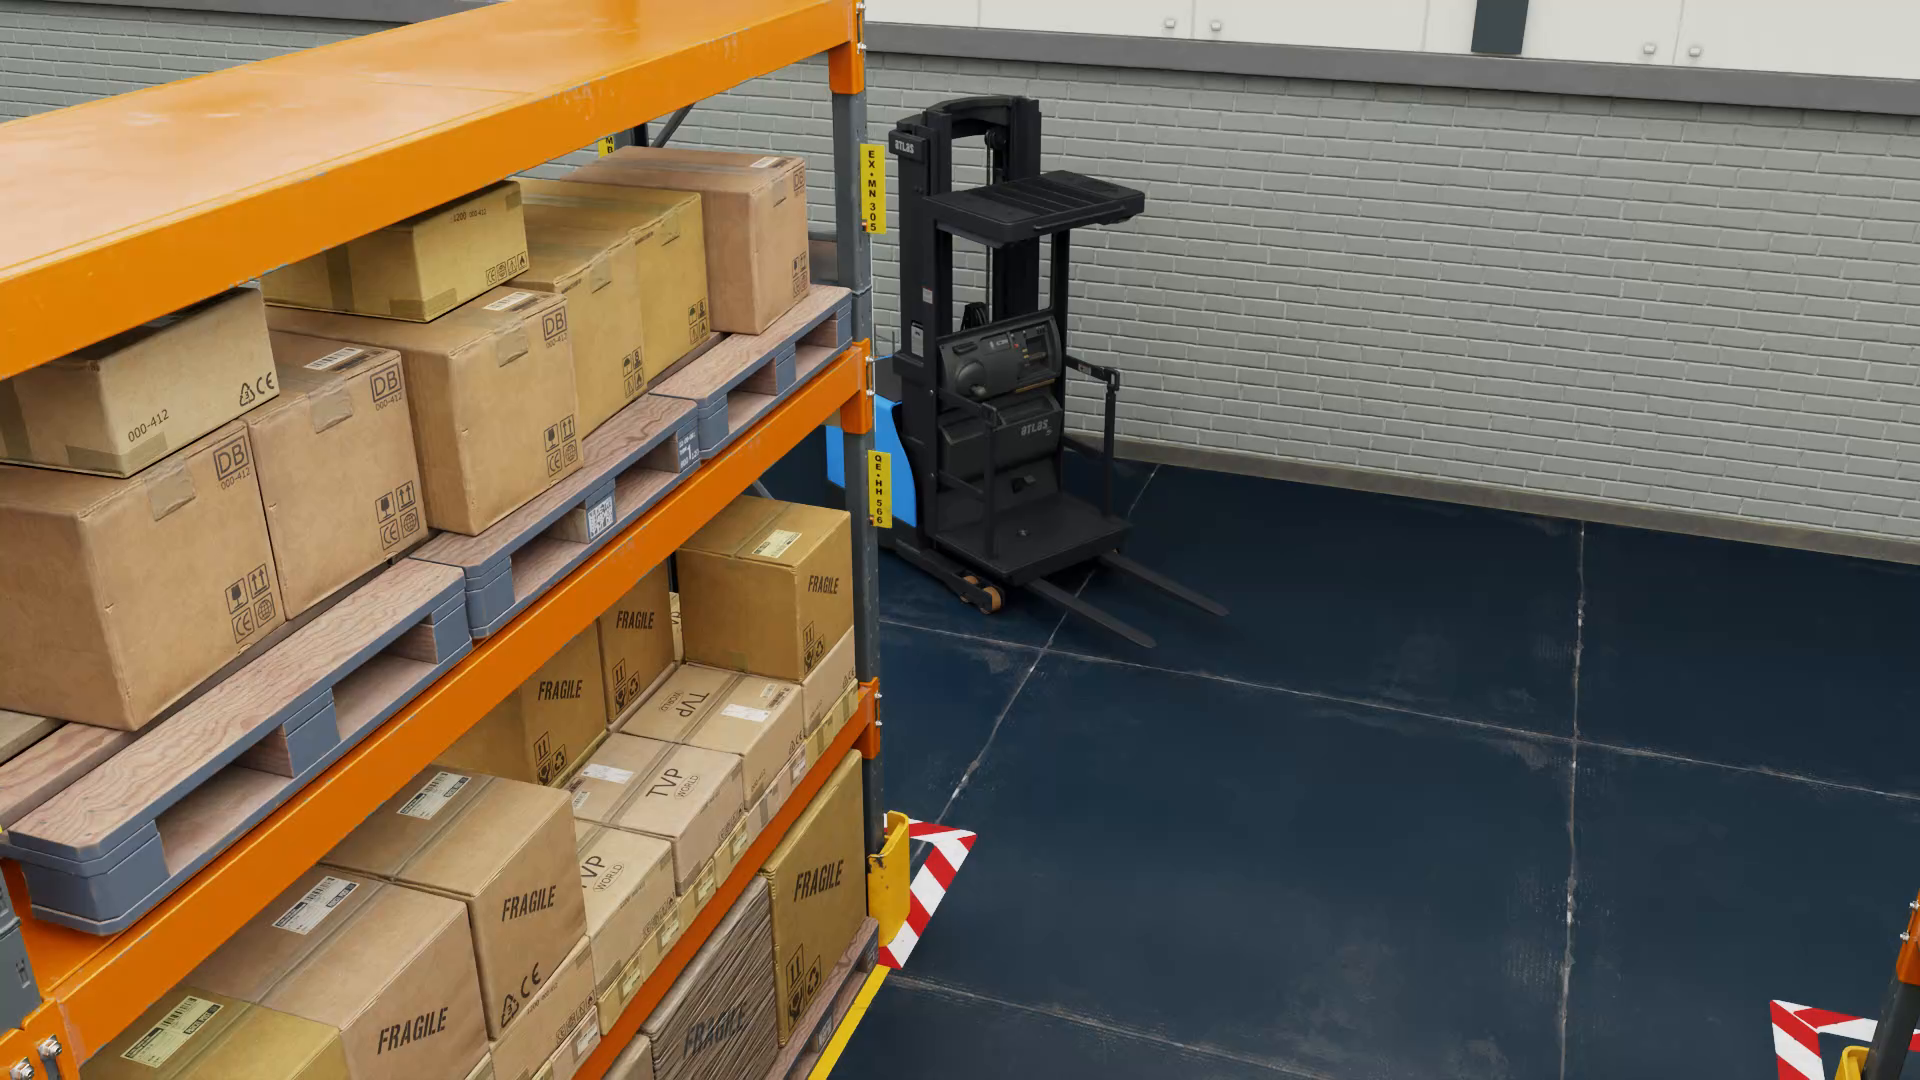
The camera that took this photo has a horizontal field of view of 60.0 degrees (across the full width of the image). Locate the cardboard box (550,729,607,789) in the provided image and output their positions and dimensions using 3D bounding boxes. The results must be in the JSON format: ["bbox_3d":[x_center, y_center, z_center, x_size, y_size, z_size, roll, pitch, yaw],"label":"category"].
[{"bbox_3d":[-1.580,0.855,5.873,0.500,0.250,0.500,8,27,16],"label":"cardboard box"}]

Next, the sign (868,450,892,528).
[{"bbox_3d":[-0.321,-0.201,6.622,0.100,0.325,0.005,9,27,17],"label":"sign"}]

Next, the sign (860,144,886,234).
[{"bbox_3d":[-0.321,-1.286,6.096,0.100,0.325,0.005,9,27,17],"label":"sign"}]

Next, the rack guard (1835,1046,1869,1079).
[{"bbox_3d":[3.790,2.260,6.009,1.175,0.500,0.348,9,27,17],"label":"rack guard"}]

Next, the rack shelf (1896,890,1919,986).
[{"bbox_3d":[3.150,2.249,3.988,1.077,0.370,4.000,9,27,17],"label":"rack shelf"}]

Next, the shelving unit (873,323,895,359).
[{"bbox_3d":[-0.600,-0.912,11.756,0.189,1.200,0.258,-19,32,-34],"label":"shelving unit"}]

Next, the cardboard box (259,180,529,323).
[{"bbox_3d":[-1.510,-0.795,4.436,0.500,0.250,0.500,8,27,16],"label":"cardboard box"}]

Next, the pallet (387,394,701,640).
[{"bbox_3d":[-1.470,-0.158,4.794,1.003,0.211,1.213,9,27,17],"label":"pallet"}]

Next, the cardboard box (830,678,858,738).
[{"bbox_3d":[-0.636,0.650,6.754,0.380,0.149,0.250,9,27,18],"label":"cardboard box"}]

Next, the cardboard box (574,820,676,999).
[{"bbox_3d":[-1.247,1.146,5.271,0.500,0.250,0.500,9,27,18],"label":"cardboard box"}]

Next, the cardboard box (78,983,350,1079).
[{"bbox_3d":[-1.759,1.423,3.839,0.500,0.500,0.500,9,27,17],"label":"cardboard box"}]

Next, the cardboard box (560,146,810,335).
[{"bbox_3d":[-0.951,-1.065,5.854,0.700,0.500,0.500,7,27,14],"label":"cardboard box"}]

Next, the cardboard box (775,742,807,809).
[{"bbox_3d":[-0.806,0.860,6.319,0.380,0.149,0.250,9,27,18],"label":"cardboard box"}]

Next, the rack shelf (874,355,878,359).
[{"bbox_3d":[-0.600,-1.196,11.619,0.180,0.103,0.258,-19,32,-34],"label":"rack shelf"}]

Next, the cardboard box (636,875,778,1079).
[{"bbox_3d":[-1.269,1.759,6.132,0.875,0.875,0.875,9,27,17],"label":"cardboard box"}]

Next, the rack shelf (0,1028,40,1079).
[{"bbox_3d":[-2.825,1.782,1.511,1.077,0.370,4.000,9,27,17],"label":"rack shelf"}]

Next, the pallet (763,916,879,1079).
[{"bbox_3d":[-1.021,1.938,7.006,1.003,0.211,1.213,9,27,17],"label":"pallet"}]

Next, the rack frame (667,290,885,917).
[{"bbox_3d":[-0.828,0.343,7.100,1.000,3.000,0.127,9,27,17],"label":"rack frame"}]

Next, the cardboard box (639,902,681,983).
[{"bbox_3d":[-1.145,1.278,5.457,0.380,0.149,0.250,9,27,18],"label":"cardboard box"}]

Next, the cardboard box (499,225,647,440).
[{"bbox_3d":[-1.378,-0.632,4.959,0.700,0.500,0.500,7,27,14],"label":"cardboard box"}]

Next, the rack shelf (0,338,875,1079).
[{"bbox_3d":[-1.494,0.138,4.906,1.077,0.370,4.000,9,27,17],"label":"rack shelf"}]

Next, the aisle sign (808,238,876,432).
[{"bbox_3d":[-0.522,-0.813,6.505,0.394,0.787,0.004,9,27,17],"label":"aisle sign"}]

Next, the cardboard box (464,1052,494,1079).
[{"bbox_3d":[-1.586,1.561,4.414,0.500,0.250,0.500,9,27,17],"label":"cardboard box"}]

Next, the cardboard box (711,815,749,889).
[{"bbox_3d":[-0.975,1.070,5.887,0.380,0.149,0.250,8,27,16],"label":"cardboard box"}]

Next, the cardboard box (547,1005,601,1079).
[{"bbox_3d":[-1.317,1.494,5.011,0.380,0.149,0.250,9,27,18],"label":"cardboard box"}]

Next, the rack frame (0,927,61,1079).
[{"bbox_3d":[-2.160,1.987,3.705,1.000,3.000,0.127,9,27,17],"label":"rack frame"}]

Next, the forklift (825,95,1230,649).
[{"bbox_3d":[0.391,-1.108,10.175,1.130,2.935,3.031,-19,32,-34],"label":"forklift"}]

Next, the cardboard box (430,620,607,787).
[{"bbox_3d":[-1.576,0.516,5.712,0.500,0.500,0.500,8,27,16],"label":"cardboard box"}]

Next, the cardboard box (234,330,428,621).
[{"bbox_3d":[-1.773,-0.193,4.054,0.700,0.500,0.500,10,28,20],"label":"cardboard box"}]

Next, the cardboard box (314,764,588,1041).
[{"bbox_3d":[-1.419,1.007,4.698,0.500,0.500,0.500,8,27,16],"label":"cardboard box"}]

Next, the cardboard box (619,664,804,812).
[{"bbox_3d":[-0.909,0.722,6.147,0.500,0.250,0.500,8,27,17],"label":"cardboard box"}]

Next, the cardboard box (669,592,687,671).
[{"bbox_3d":[-1.243,0.434,6.741,0.500,0.250,0.500,8,27,16],"label":"cardboard box"}]
